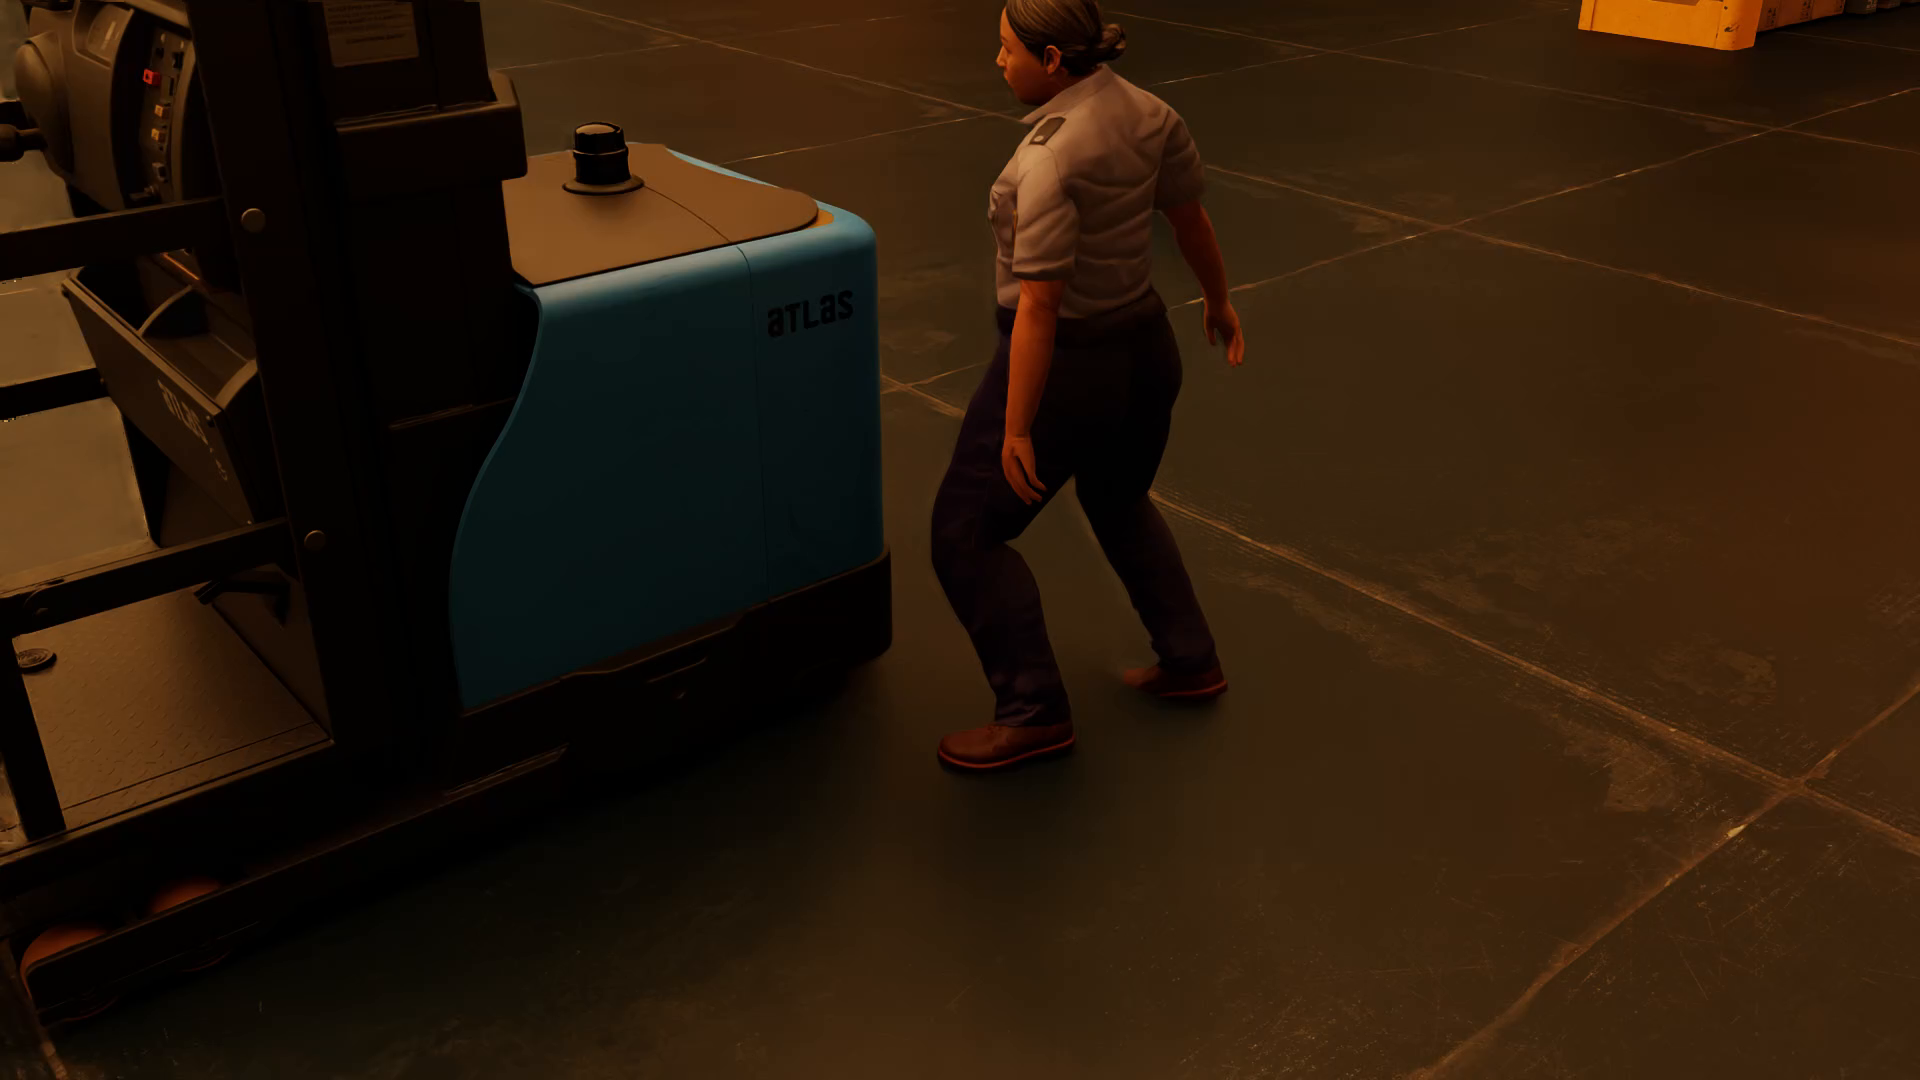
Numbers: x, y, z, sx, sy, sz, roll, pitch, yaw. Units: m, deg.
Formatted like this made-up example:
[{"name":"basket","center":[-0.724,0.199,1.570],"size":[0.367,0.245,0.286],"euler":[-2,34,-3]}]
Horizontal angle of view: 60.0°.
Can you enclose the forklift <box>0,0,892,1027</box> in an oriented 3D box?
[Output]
[{"name":"forklift","center":[-1.613,-0.757,2.728],"size":[3.031,2.935,1.130],"euler":[-20,33,-35]}]

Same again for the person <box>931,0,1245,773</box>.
[{"name":"person","center":[0.304,-0.322,3.430],"size":[0.476,1.631,0.840],"euler":[22,34,37]}]
